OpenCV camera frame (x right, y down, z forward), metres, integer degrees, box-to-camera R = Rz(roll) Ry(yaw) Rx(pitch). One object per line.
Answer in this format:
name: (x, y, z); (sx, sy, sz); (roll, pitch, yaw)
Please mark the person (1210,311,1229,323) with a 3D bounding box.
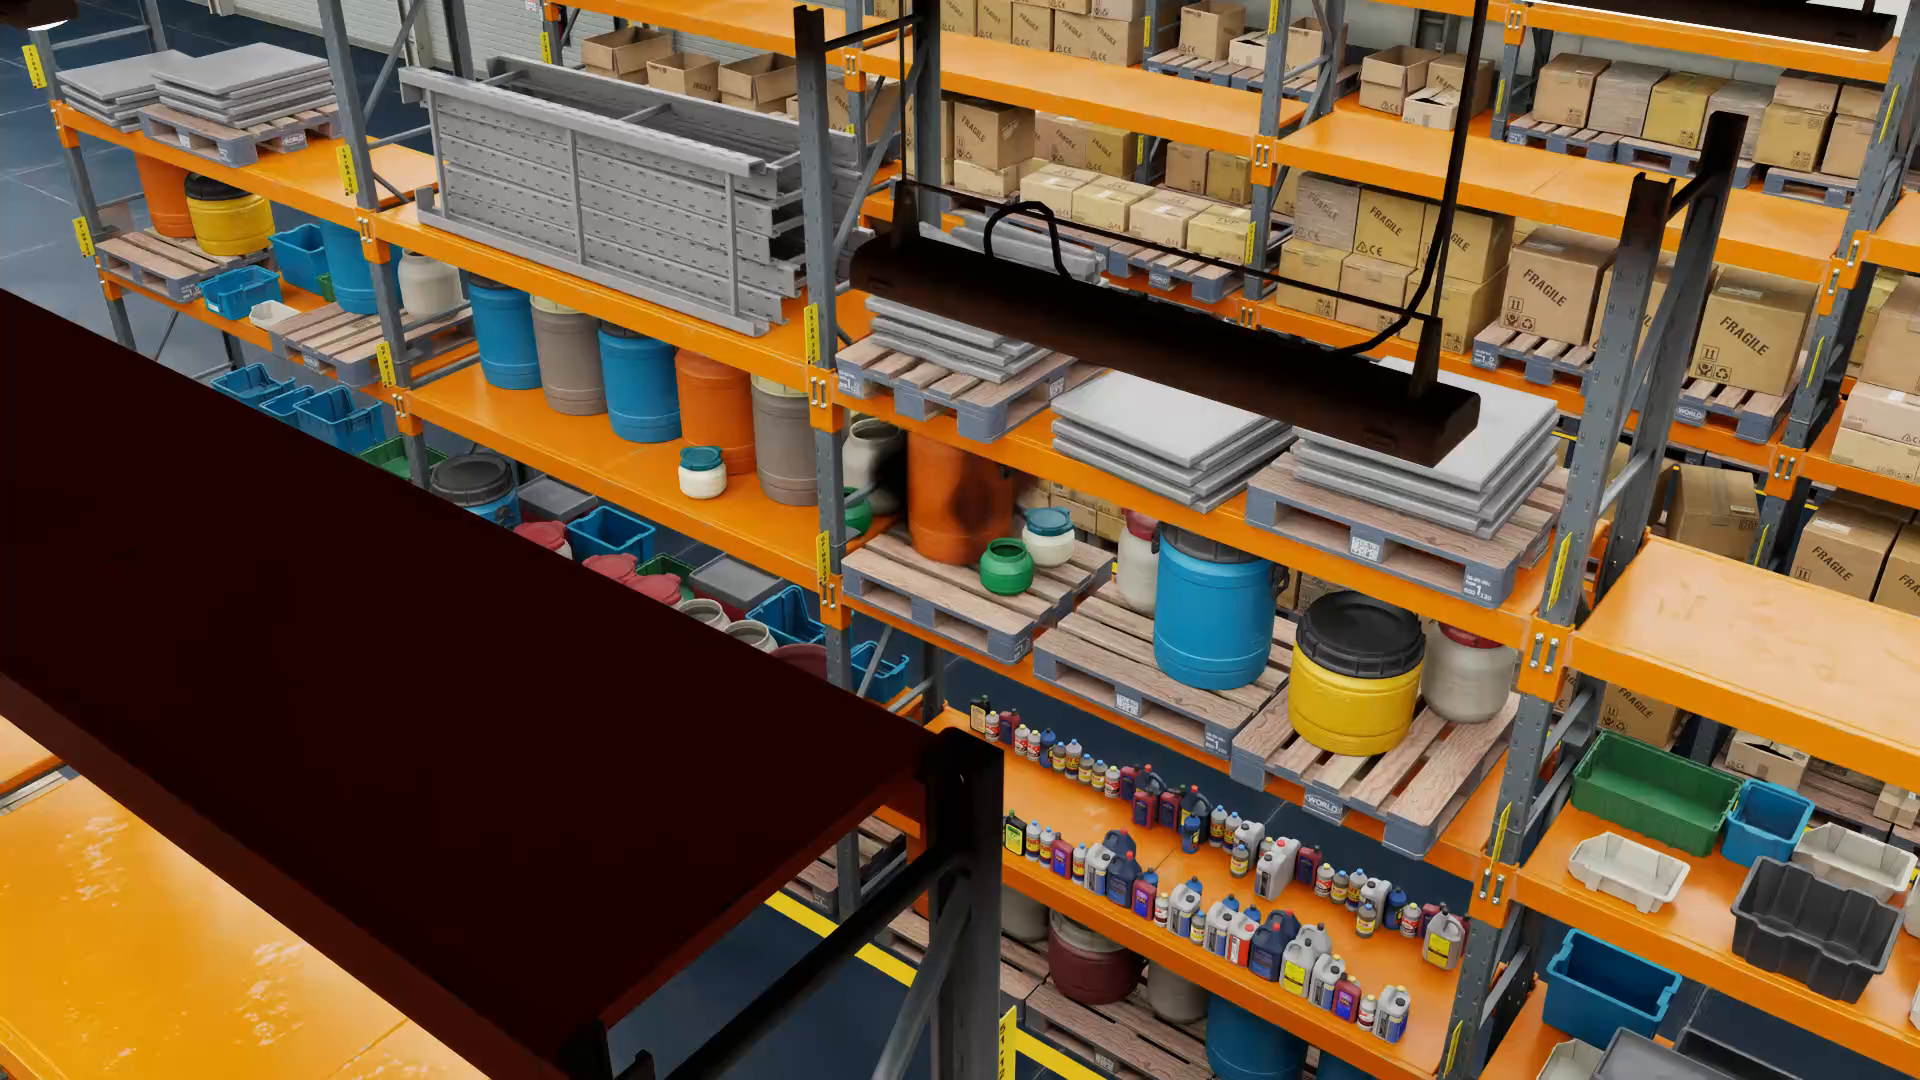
person: (2.410, -1.566, 16.290); (0.521, 1.685, 0.565); (-14, 34, -21)
